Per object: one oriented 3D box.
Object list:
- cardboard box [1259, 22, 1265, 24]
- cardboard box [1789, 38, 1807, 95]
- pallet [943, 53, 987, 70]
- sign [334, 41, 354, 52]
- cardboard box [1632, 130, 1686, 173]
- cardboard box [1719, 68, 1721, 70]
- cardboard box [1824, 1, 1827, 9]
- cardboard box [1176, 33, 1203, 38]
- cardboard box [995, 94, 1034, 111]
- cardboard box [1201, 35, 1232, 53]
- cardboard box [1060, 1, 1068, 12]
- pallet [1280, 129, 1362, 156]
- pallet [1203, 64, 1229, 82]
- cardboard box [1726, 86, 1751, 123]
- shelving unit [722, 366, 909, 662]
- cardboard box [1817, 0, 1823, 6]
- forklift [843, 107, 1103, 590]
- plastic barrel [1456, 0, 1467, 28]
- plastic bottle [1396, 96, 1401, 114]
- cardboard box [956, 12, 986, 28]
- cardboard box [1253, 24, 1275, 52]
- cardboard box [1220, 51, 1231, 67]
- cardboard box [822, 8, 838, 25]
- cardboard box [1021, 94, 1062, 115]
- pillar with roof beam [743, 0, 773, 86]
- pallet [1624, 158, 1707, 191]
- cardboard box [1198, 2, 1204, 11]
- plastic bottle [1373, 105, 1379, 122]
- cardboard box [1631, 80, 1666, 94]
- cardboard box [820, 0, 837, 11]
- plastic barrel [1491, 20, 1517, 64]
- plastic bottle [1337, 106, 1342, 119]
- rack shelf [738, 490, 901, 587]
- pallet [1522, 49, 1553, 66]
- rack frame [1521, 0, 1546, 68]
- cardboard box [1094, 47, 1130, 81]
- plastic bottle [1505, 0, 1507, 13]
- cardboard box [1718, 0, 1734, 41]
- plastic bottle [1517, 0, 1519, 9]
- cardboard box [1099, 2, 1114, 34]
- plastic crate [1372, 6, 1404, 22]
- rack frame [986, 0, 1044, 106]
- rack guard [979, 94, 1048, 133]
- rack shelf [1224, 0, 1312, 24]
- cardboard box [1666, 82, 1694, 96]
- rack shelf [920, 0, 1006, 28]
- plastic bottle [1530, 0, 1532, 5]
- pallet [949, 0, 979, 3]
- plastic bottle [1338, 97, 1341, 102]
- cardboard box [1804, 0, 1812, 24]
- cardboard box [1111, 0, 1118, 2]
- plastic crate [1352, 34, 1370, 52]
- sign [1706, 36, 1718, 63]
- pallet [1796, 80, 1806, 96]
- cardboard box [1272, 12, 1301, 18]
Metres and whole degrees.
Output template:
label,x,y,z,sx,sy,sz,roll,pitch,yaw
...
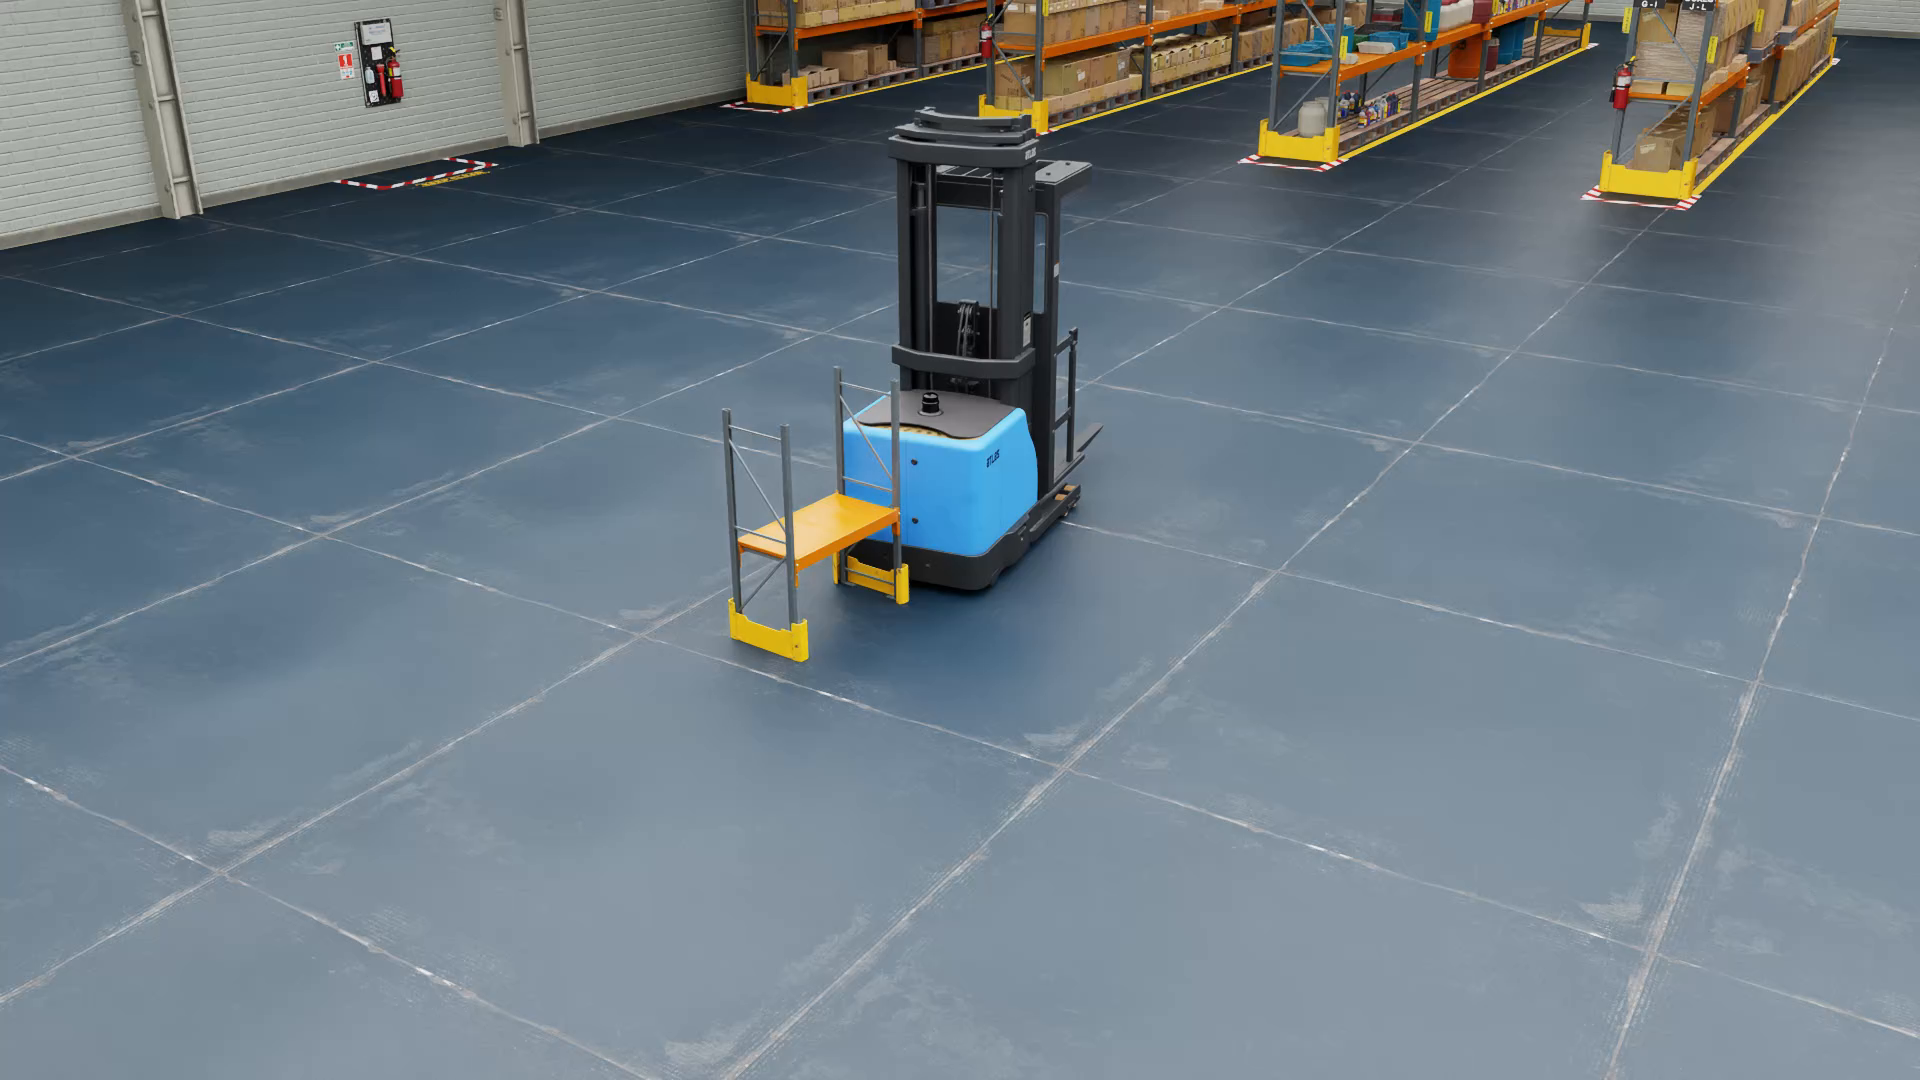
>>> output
label,x,y,z,sx,sy,sz,roll,pitch,yaw
cardboard box,6.214,-10.806,35.528,0.500,0.500,0.500,14,27,30
cardboard box,14.380,-8.531,29.826,1.225,0.875,0.875,14,27,29
pallet,-0.160,-9.946,34.460,1.003,0.211,1.213,14,27,29
sign,-8.558,-6.860,23.109,0.001,0.109,0.331,14,27,29
cardboard box,9.646,-5.338,22.923,0.500,0.500,0.500,20,30,38
cardboard box,10.548,-6.614,23.569,0.380,0.149,0.250,14,27,29
cardboard box,16.620,-10.403,32.322,0.380,0.149,0.250,13,27,28
cardboard box,4.582,-9.936,33.152,0.500,0.311,0.500,15,28,31
cardboard box,0.920,-7.336,27.853,0.500,0.250,0.500,14,27,29
cardboard box,5.041,-9.822,32.890,0.500,0.311,0.500,15,27,30
cardboard box,1.548,-8.767,27.283,0.380,0.149,0.250,14,27,29
pallet,5.527,-6.152,25.696,1.003,0.211,1.213,14,27,29
pallet,4.641,-9.313,32.998,1.003,0.211,1.213,14,27,29
cardboard box,12.317,-7.039,26.826,0.700,0.500,0.500,11,26,24
shelving unit,-0.881,-0.190,10.300,0.587,1.500,1.083,16,28,33
cardboard box,16.102,-10.307,31.597,0.500,0.250,0.500,13,27,28
forklift,0.246,-1.574,11.696,1.130,2.935,3.031,10,25,21
plastic barrel,8.731,-9.340,29.410,0.421,0.512,0.421,0,23,0
plastic bottle,7.231,-7.197,27.465,0.061,0.283,0.133,15,28,32
cardboard box,0.208,-10.865,34.721,0.500,0.250,0.500,14,27,30
cardboard box,6.402,-10.534,34.901,0.500,0.500,0.500,13,27,27
cardboard box,5.038,-9.565,33.001,0.500,0.250,0.500,15,27,30
cardboard box,-2.533,-9.416,29.889,0.500,0.250,0.500,13,27,27
cardboard box,1.360,-7.228,27.603,0.500,0.250,0.500,14,27,29
pillar with roof beam,-0.031,-11.468,26.913,9.100,9.000,0.400,14,27,29
pallet,9.801,-5.098,23.261,1.003,0.211,1.213,14,27,29
cardboard box,4.483,-10.305,32.095,0.380,0.149,0.250,16,28,33
plastic bottle,6.656,-6.838,26.649,0.097,0.271,0.097,0,23,0
cardboard box,9.277,-6.109,22.403,0.380,0.149,0.250,14,27,29
cardboard box,-2.546,-9.747,29.709,0.500,0.500,0.500,14,27,29
plastic barrel,10.749,-9.984,33.150,0.600,0.901,0.708,14,27,29
plastic bottle,6.130,-6.925,26.939,0.097,0.201,0.097,0,23,0
rack shelf,-0.887,-0.022,10.365,0.538,0.185,1.000,16,28,33
pallet,11.779,-10.150,34.930,1.003,0.211,1.213,14,27,29
rack frame,11.424,-11.173,33.784,1.000,3.000,0.127,14,27,29
cardboard box,2.665,-8.419,29.410,0.500,0.500,0.500,14,27,29
plastic bottle,10.338,-10.155,31.594,0.097,0.271,0.097,0,23,0
cardboard box,10.093,-7.022,22.437,0.500,0.500,0.500,14,27,29
plastic bottle,10.801,-10.419,32.293,0.097,0.201,0.097,0,23,0
cardboard box,2.229,-9.059,28.776,0.700,0.500,0.500,14,27,30
plastic crate,7.200,-8.730,28.060,0.402,0.464,0.583,14,27,29
rack frame,0.888,-8.163,26.829,1.000,3.000,0.127,14,27,29
rack guard,0.875,-7.007,27.307,1.175,0.500,0.348,14,27,29
rack shelf,6.163,-11.207,34.769,1.077,0.370,4.000,14,27,29
cardboard box,9.655,-6.016,22.188,0.380,0.149,0.250,14,27,29
rack shelf,-0.157,-10.894,34.045,1.077,0.370,4.000,14,27,29
plastic bottle,11.298,-10.792,33.060,0.152,0.276,0.135,14,27,29
pallet,-0.112,-11.135,33.937,1.003,0.211,1.213,14,27,29
plastic bottle,6.204,-7.132,27.315,0.061,0.283,0.133,15,28,31
cardboard box,15.081,-9.623,30.077,0.500,0.500,0.500,14,27,28
cardboard box,2.498,-9.376,28.691,0.380,0.149,0.250,14,27,29
plastic crate,6.248,-7.977,26.668,0.450,0.188,0.662,14,27,29
sign,9.763,-6.369,21.597,0.100,0.325,0.005,14,27,29
pallet,15.289,-8.580,31.303,1.003,0.211,1.213,14,27,29
cardboard box,7.278,-11.519,37.176,0.500,0.500,0.500,14,27,29
